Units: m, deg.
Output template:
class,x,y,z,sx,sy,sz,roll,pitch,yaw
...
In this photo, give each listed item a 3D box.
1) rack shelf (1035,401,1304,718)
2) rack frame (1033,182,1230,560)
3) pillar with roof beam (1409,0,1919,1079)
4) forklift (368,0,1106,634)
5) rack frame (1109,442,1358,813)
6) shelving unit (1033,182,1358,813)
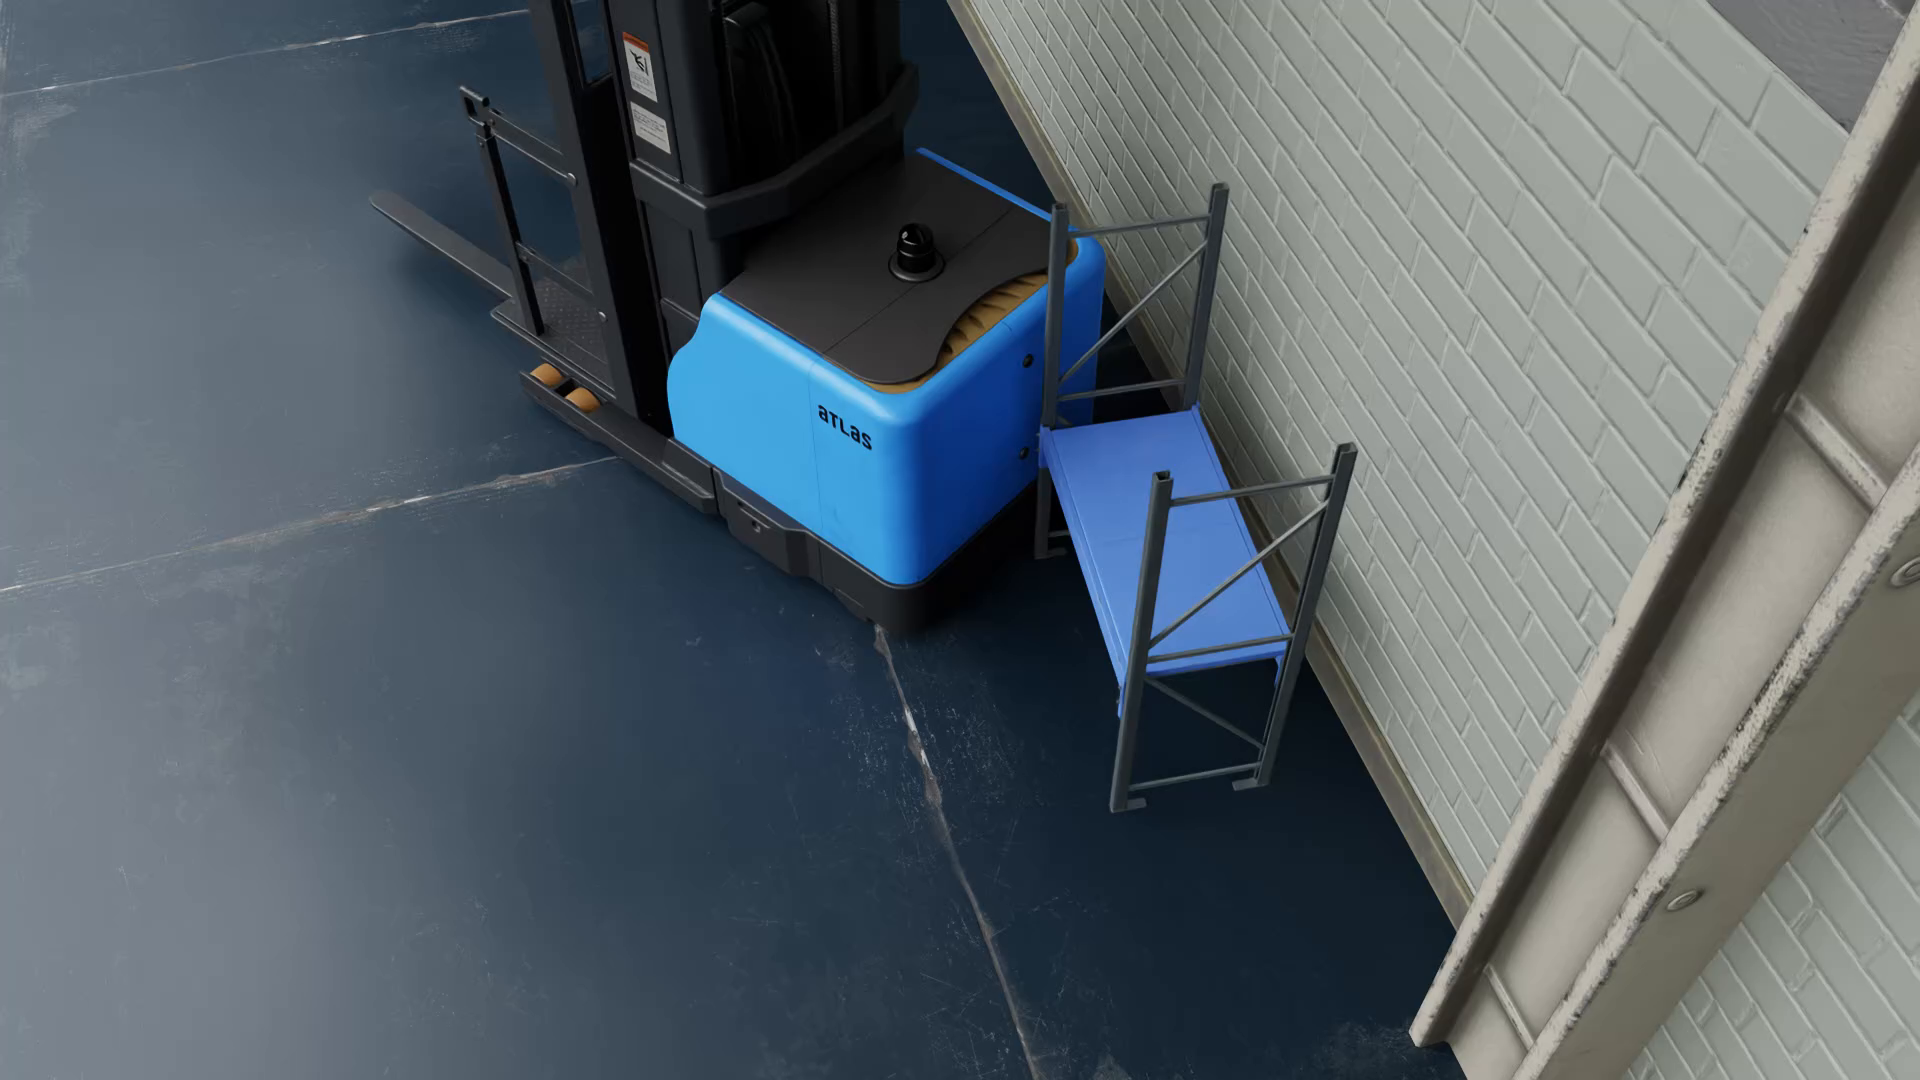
class,x,y,z,sx,sy,sz,roll,pitch,yaw
rack shelf,0.601,0.033,4.977,0.538,0.185,1.000,-9,50,-7
rack frame,0.500,-0.464,5.160,0.500,1.500,0.032,-9,50,-7
pillar with roof beam,-2.666,-0.462,0.254,9.100,9.000,0.400,-13,51,-11
forklift,-0.982,-1.611,5.191,3.031,2.935,1.130,33,57,25
rack frame,0.703,0.297,4.518,0.500,1.500,0.032,-9,50,-7
shelving unit,0.601,-0.083,4.839,0.538,1.500,1.048,-9,50,-7
